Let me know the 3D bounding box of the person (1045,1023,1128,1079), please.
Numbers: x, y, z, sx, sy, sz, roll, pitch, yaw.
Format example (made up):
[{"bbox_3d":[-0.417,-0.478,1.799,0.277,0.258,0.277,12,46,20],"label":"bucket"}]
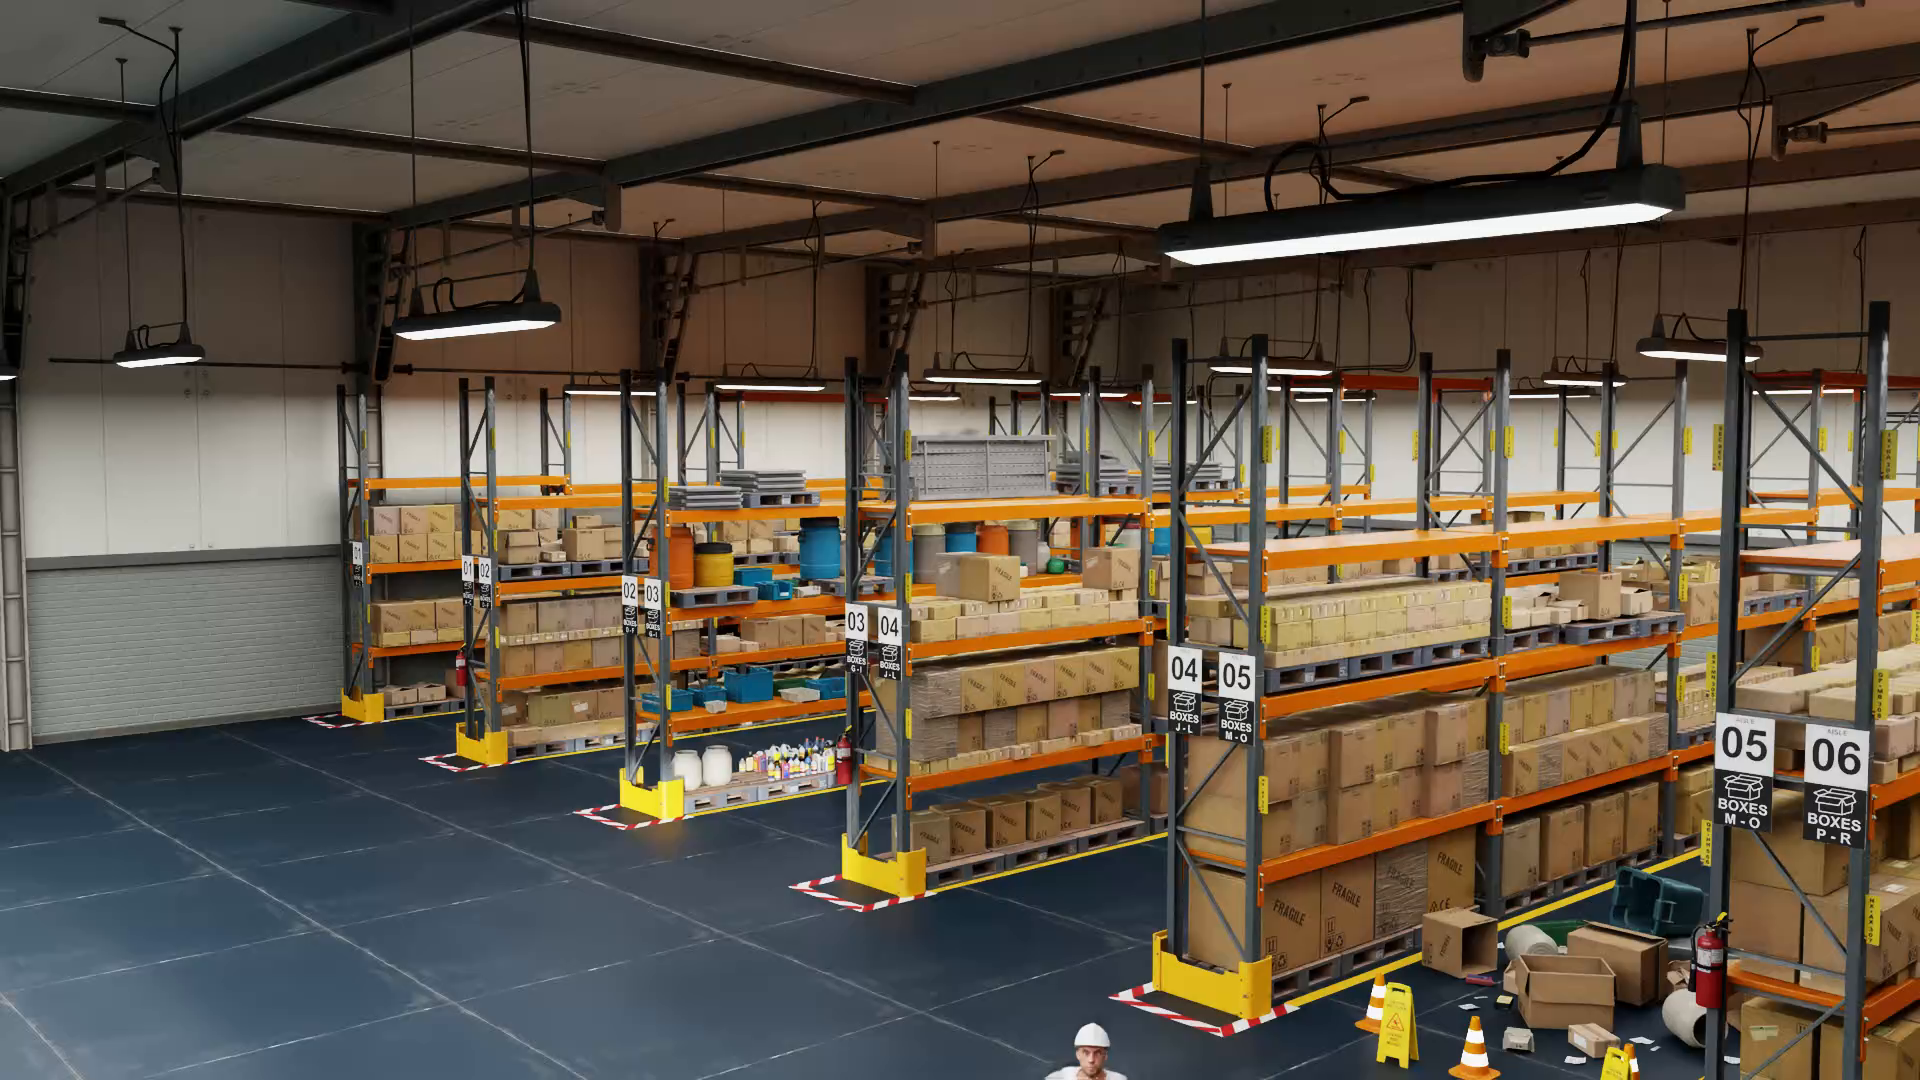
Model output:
[{"bbox_3d":[0.741,3.619,9.420,0.659,1.778,0.996,0,4,5],"label":"person"}]
